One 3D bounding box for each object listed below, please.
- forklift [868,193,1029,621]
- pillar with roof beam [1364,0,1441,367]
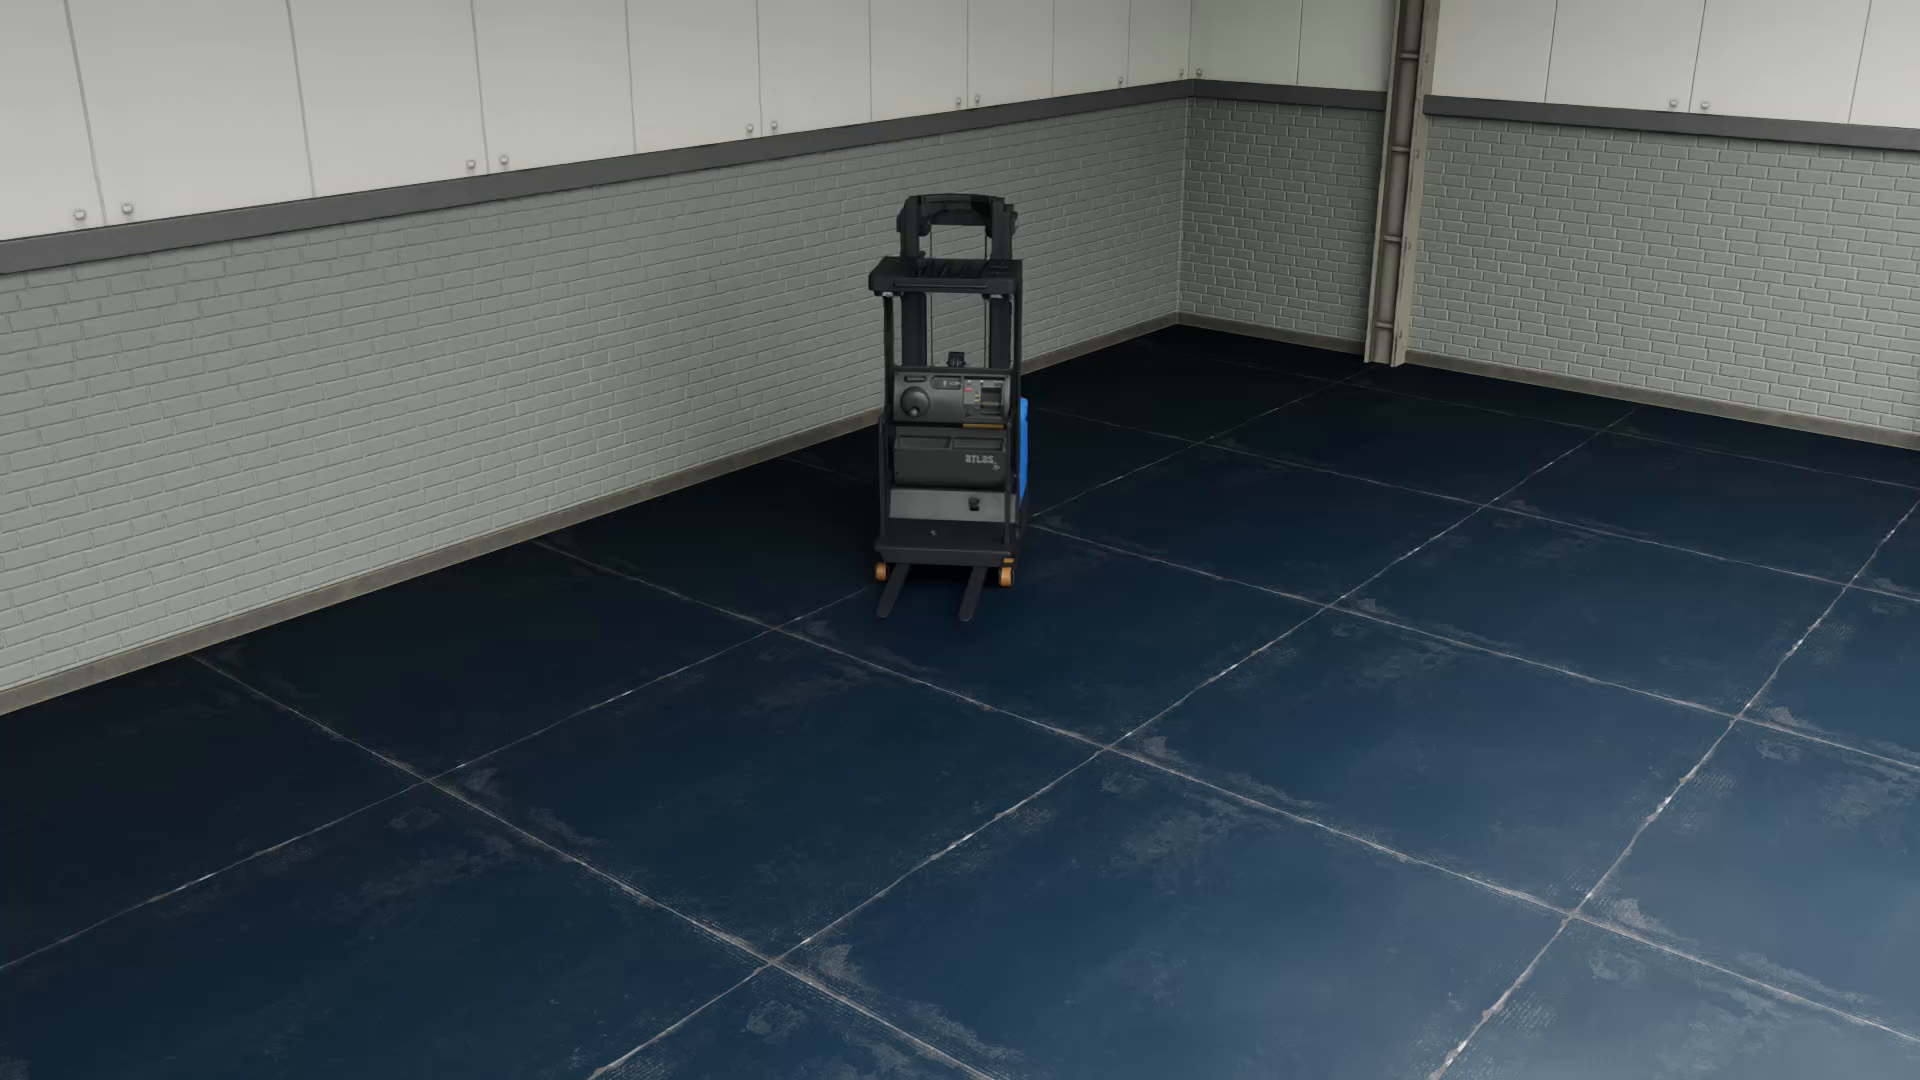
[{"bbox_3d":[-0.088,-1.125,13.000,1.130,2.935,3.031,2,21,7],"label":"forklift"},{"bbox_3d":[2.331,-5.154,15.085,0.400,9.000,9.100,16,26,36],"label":"pillar with roof beam"}]
